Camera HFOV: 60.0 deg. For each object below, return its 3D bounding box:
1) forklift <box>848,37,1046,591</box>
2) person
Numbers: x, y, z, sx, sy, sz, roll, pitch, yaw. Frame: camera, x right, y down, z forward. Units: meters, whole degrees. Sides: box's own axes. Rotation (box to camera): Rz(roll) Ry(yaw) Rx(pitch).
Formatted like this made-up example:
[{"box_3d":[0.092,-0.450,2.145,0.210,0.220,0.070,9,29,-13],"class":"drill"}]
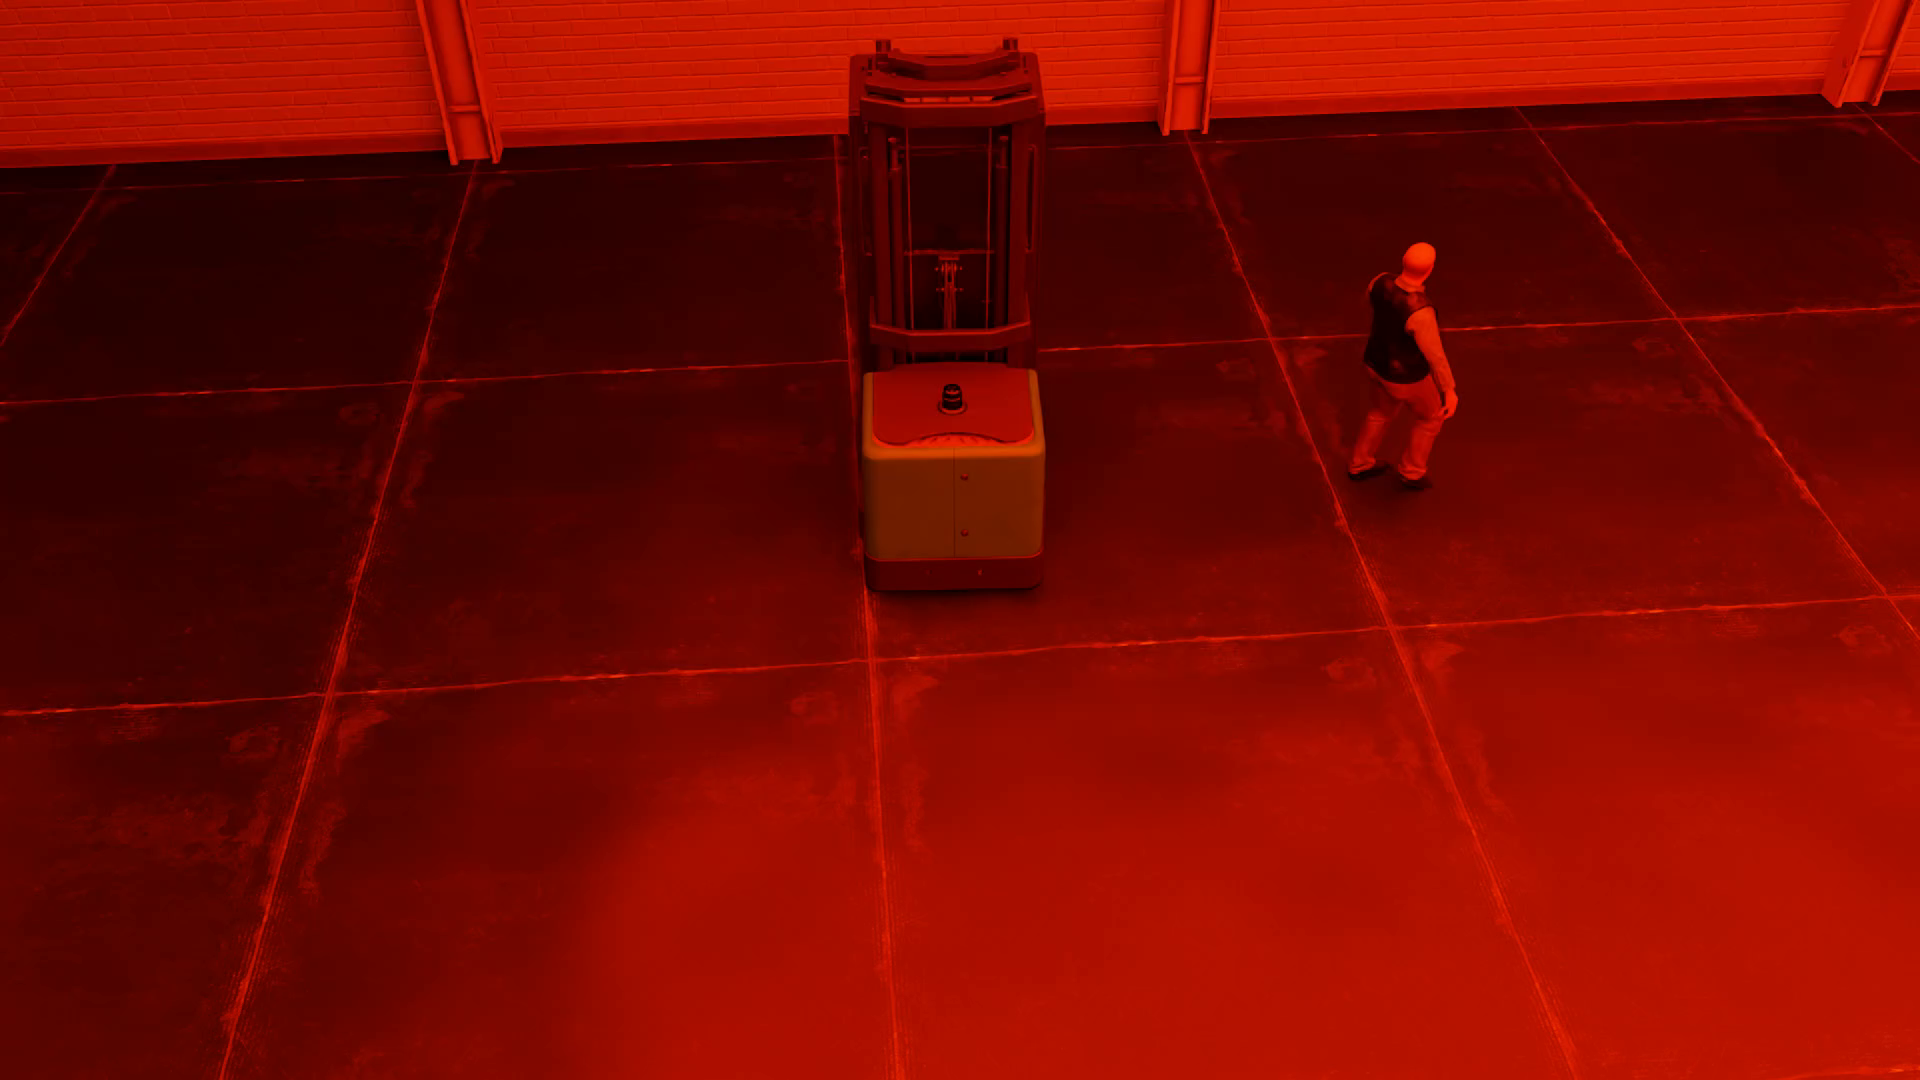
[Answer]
[{"box_3d":[-0.080,-1.752,9.987,1.130,2.935,3.031,-1,41,-1],"class":"forklift"},{"box_3d":[2.733,-1.041,10.145,0.519,1.748,0.927,-15,43,-17],"class":"person"}]
